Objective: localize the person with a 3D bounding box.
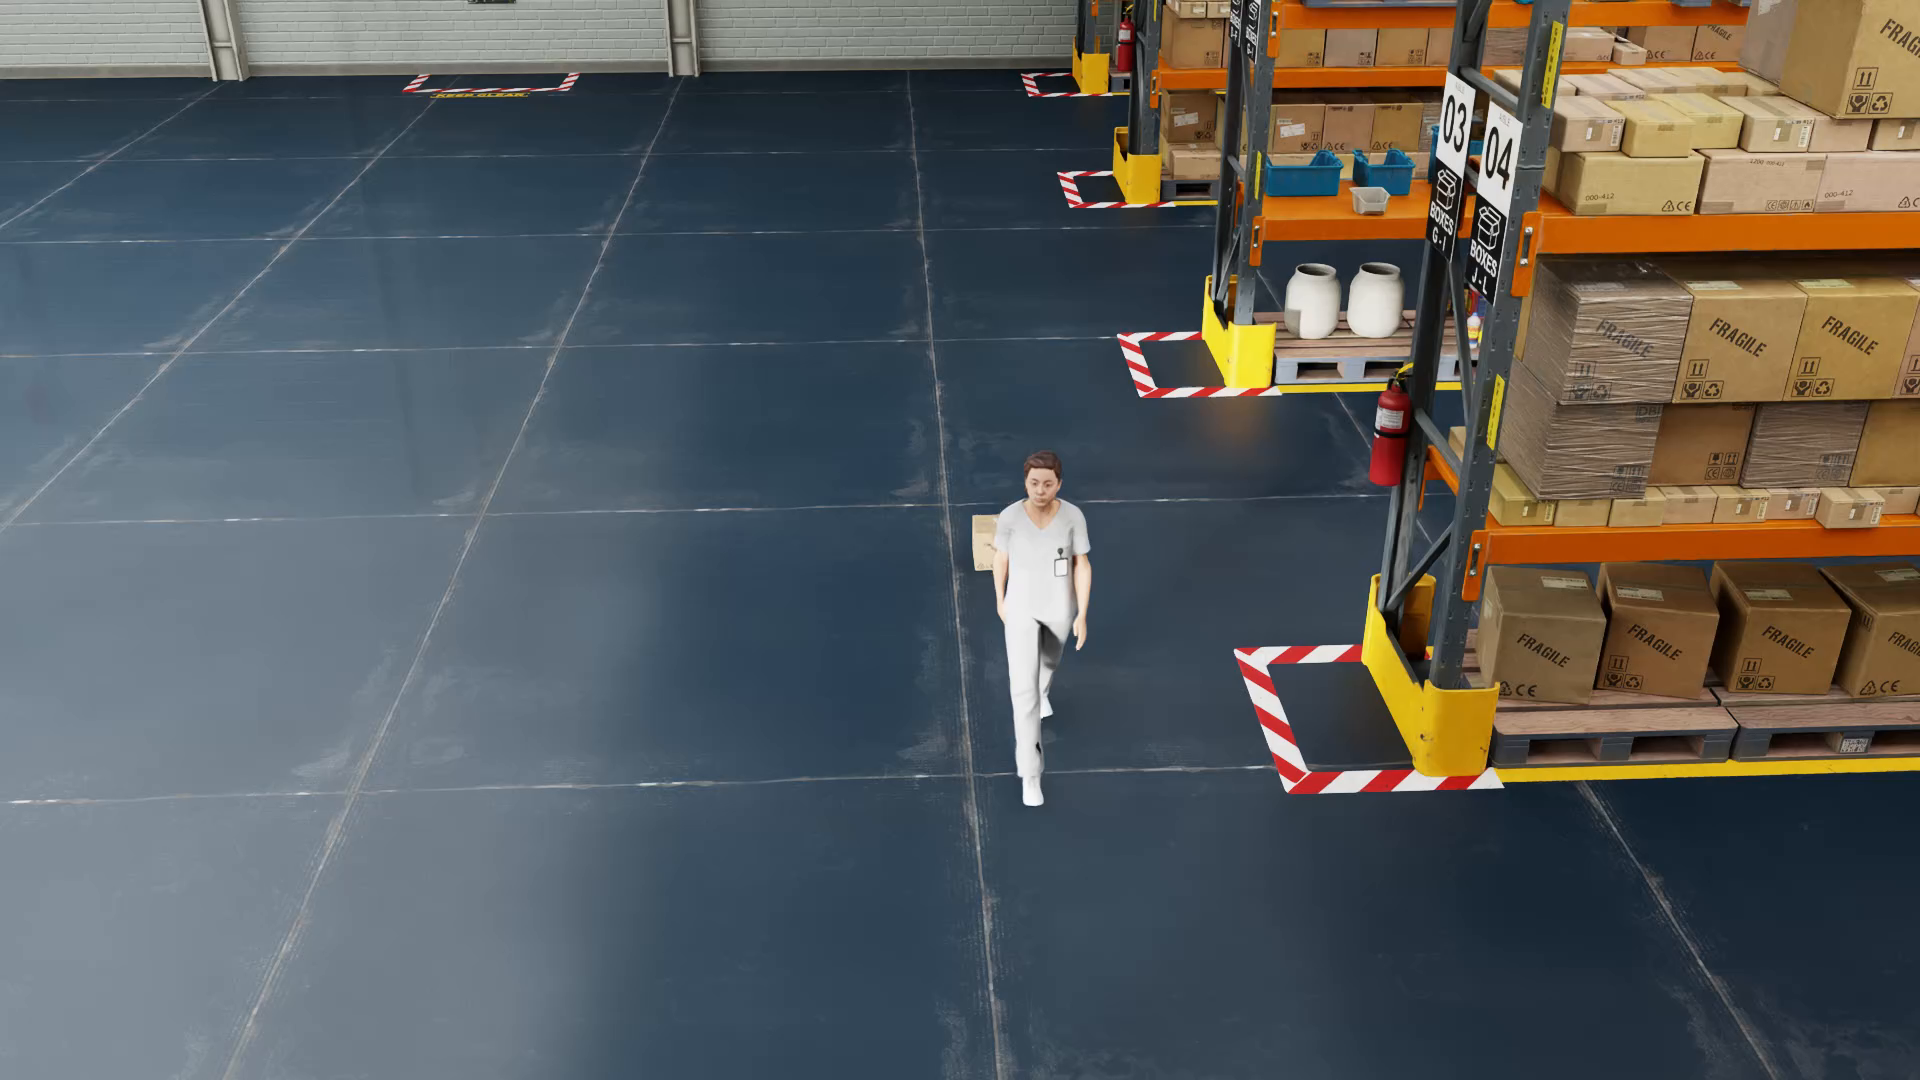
[{"bbox_3d":[0.396,0.344,7.956,0.453,1.606,1.049,-2,28,-5],"label":"person"}]
